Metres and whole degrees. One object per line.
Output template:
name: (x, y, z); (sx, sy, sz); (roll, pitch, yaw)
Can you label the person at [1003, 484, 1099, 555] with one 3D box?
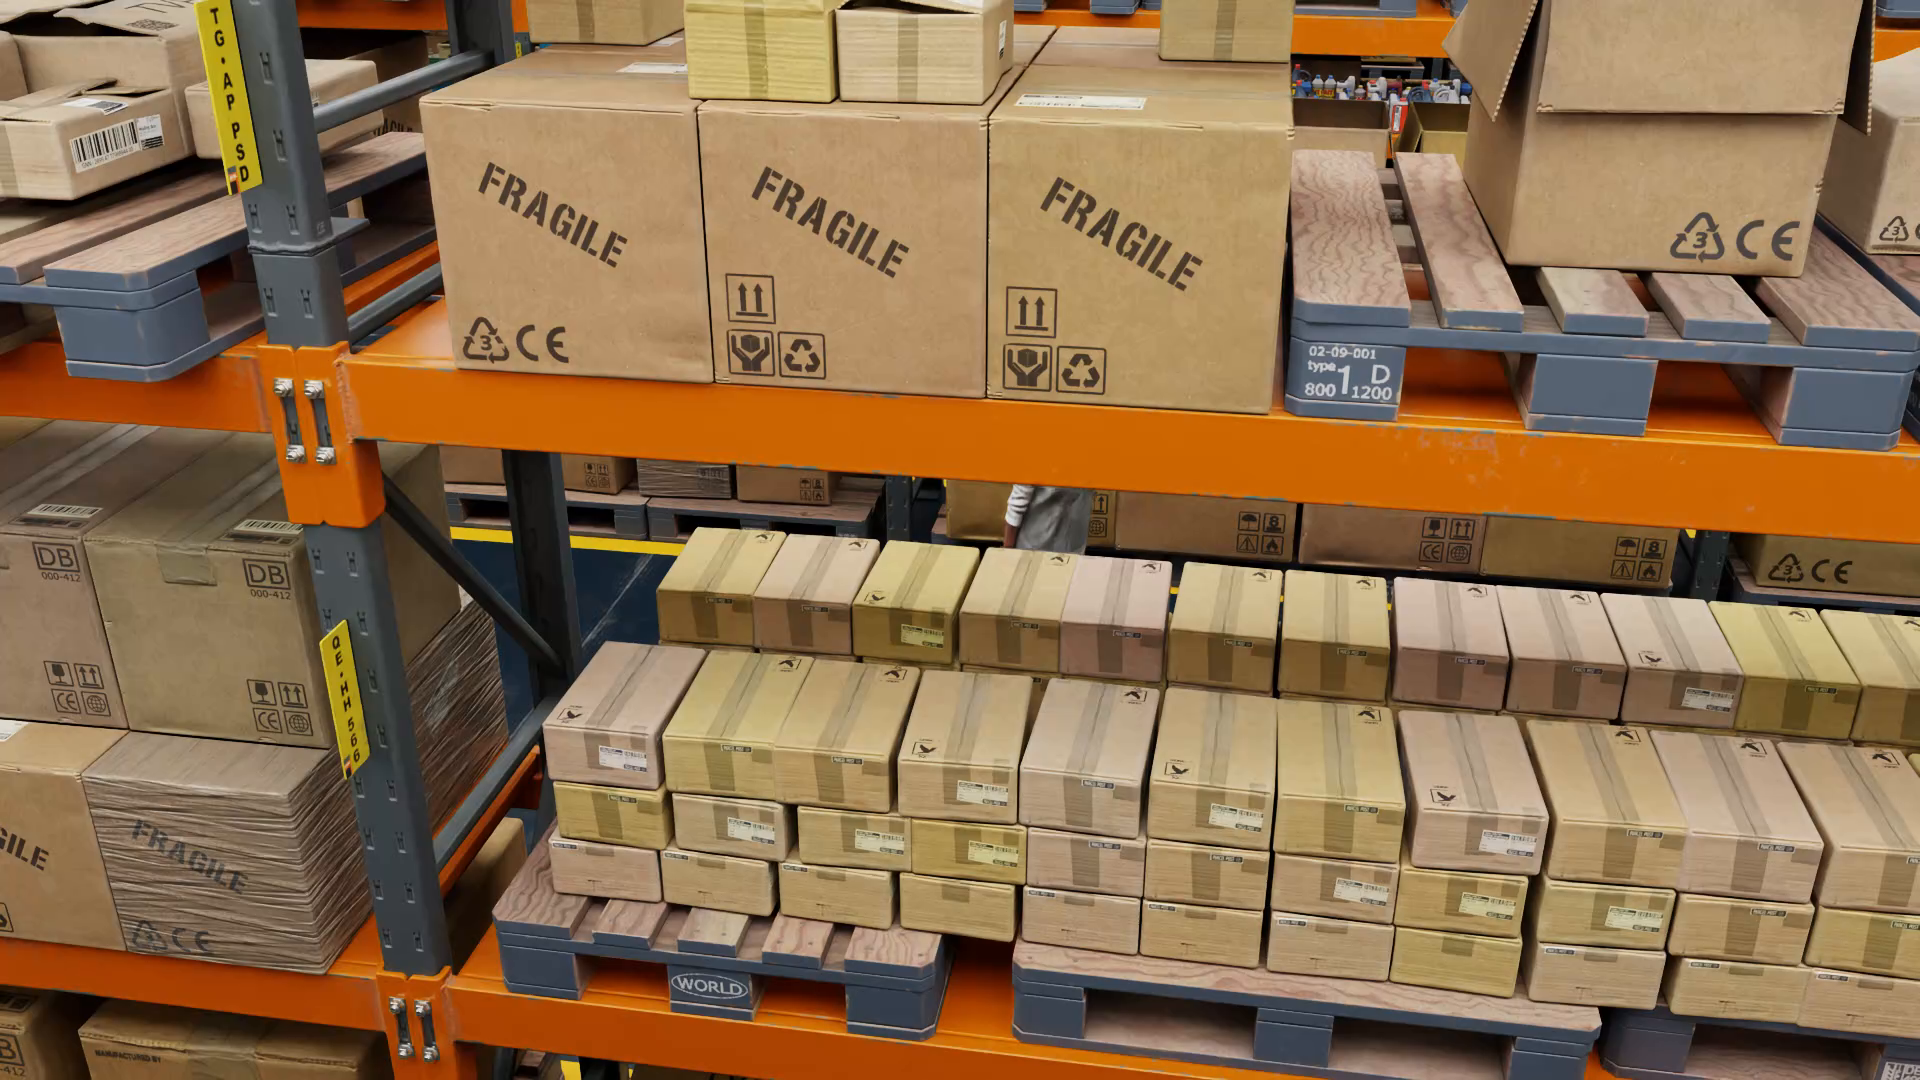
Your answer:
person: (0.371, 0.046, 6.993); (0.428, 1.585, 0.451); (22, 33, 38)
